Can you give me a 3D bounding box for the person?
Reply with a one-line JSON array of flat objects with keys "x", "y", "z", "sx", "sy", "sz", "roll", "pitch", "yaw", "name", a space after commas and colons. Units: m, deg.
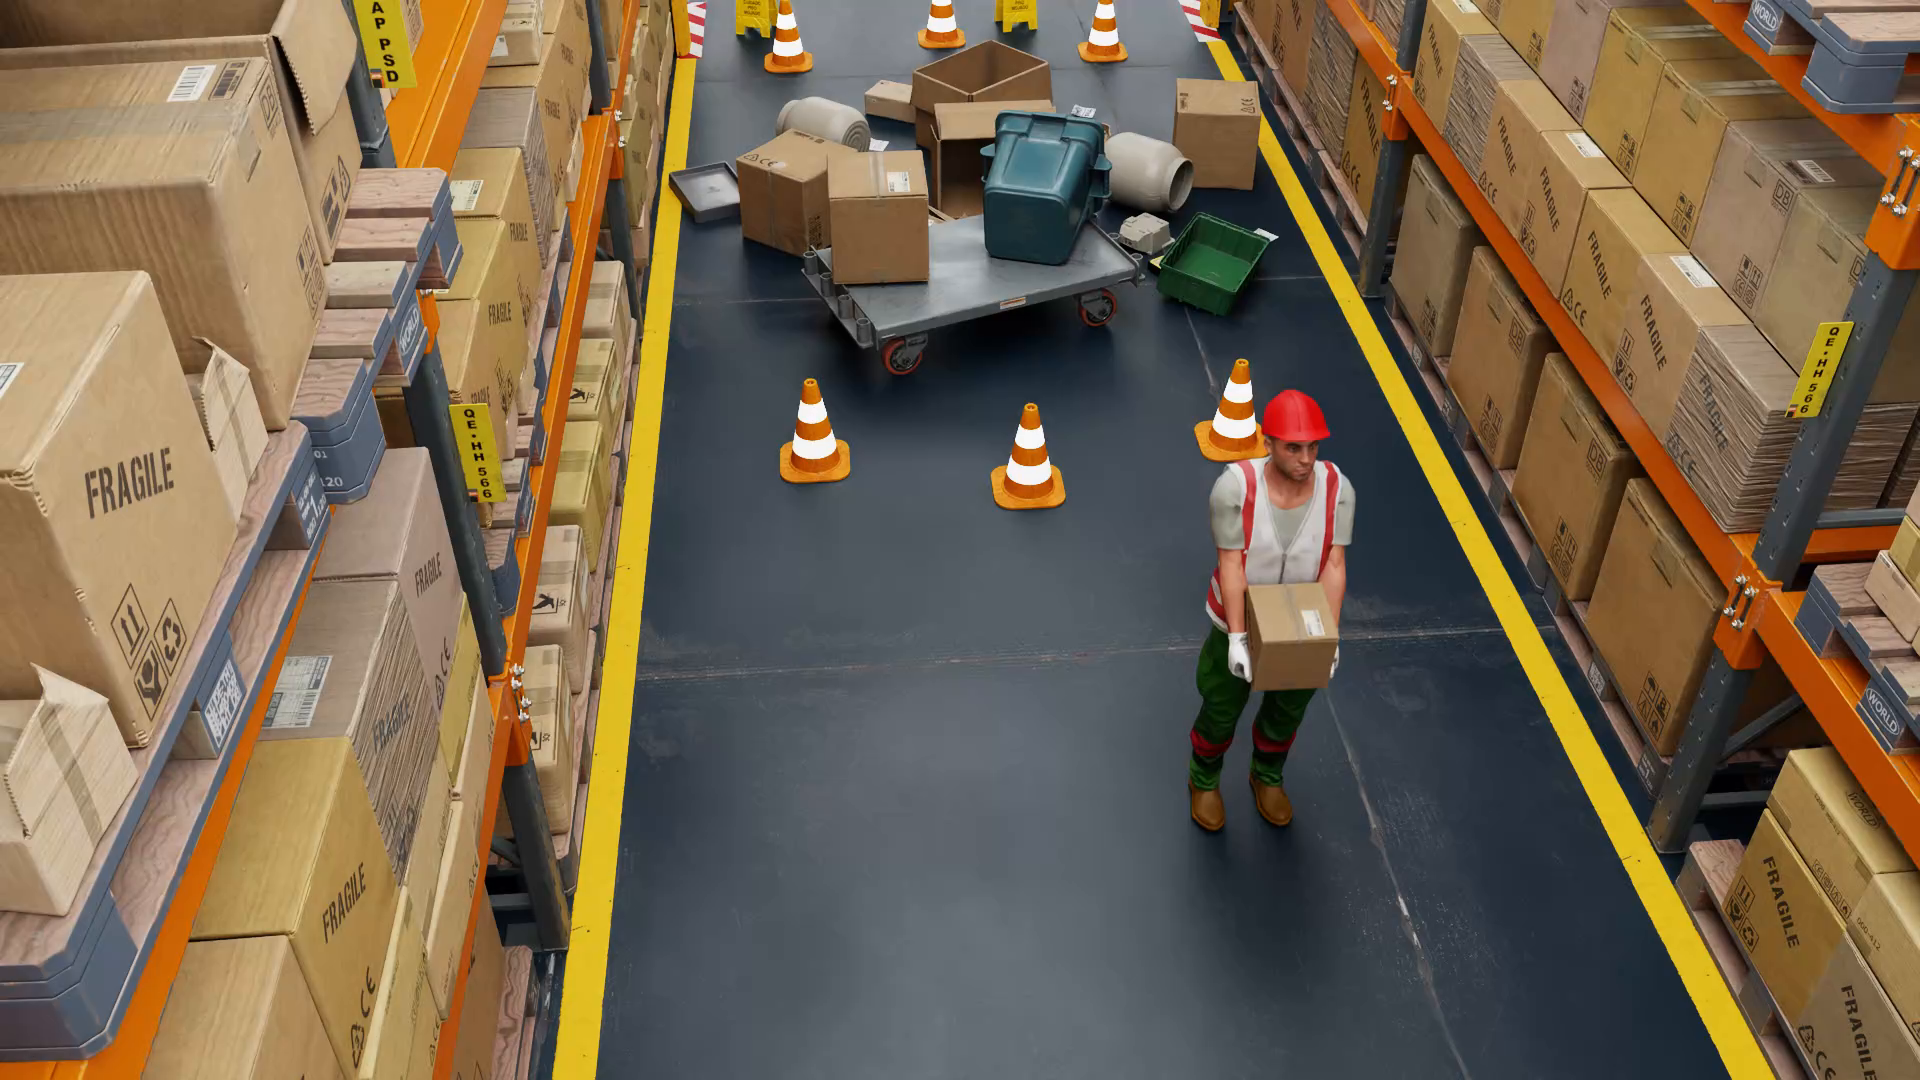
[{"x": 1.080, "y": 0.435, "z": 5.800, "sx": 0.494, "sy": 1.529, "sz": 0.561, "roll": -3, "pitch": 39, "yaw": -3, "name": "person"}]
